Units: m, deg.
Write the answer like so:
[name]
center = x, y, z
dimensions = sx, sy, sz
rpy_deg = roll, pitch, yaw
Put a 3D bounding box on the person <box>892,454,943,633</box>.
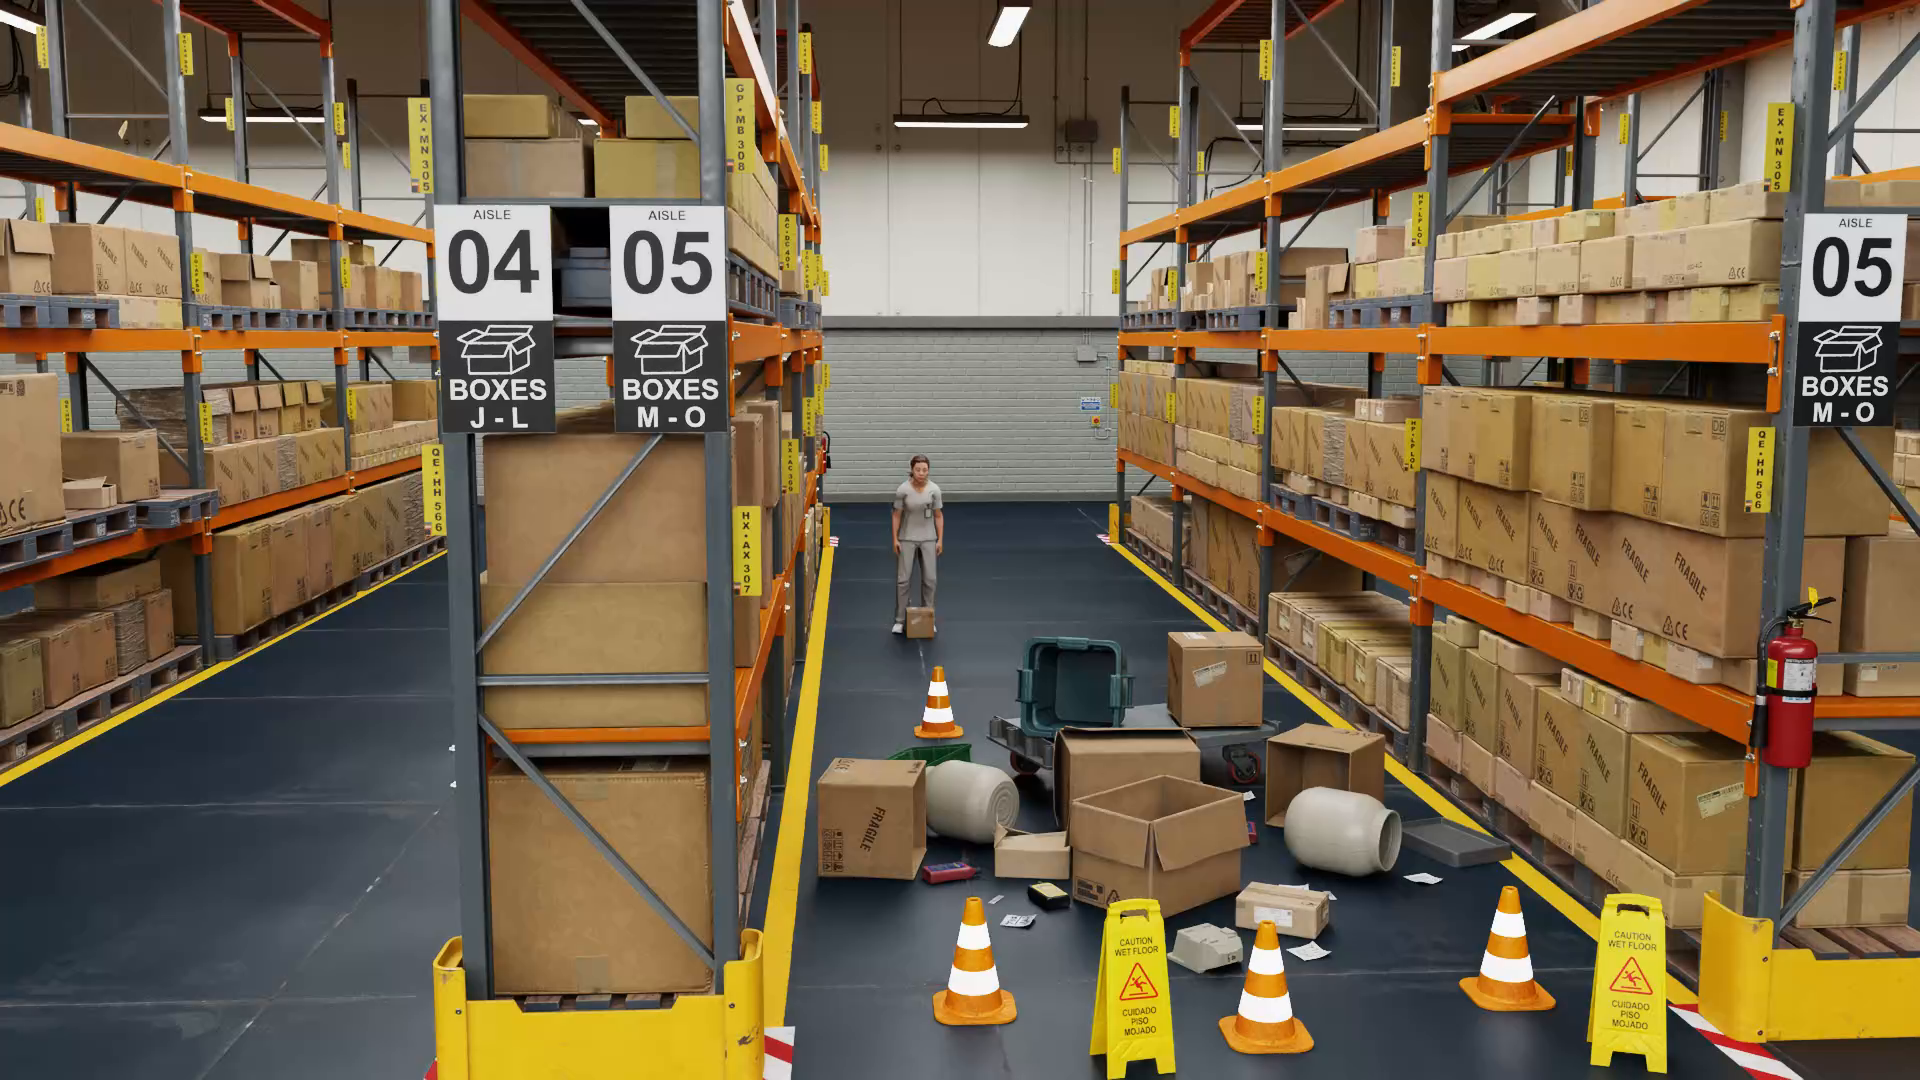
[person]
center = -0.398, 0.027, 15.537
dimensions = 0.498, 1.671, 0.363
rpy_deg = -1, 7, -6
